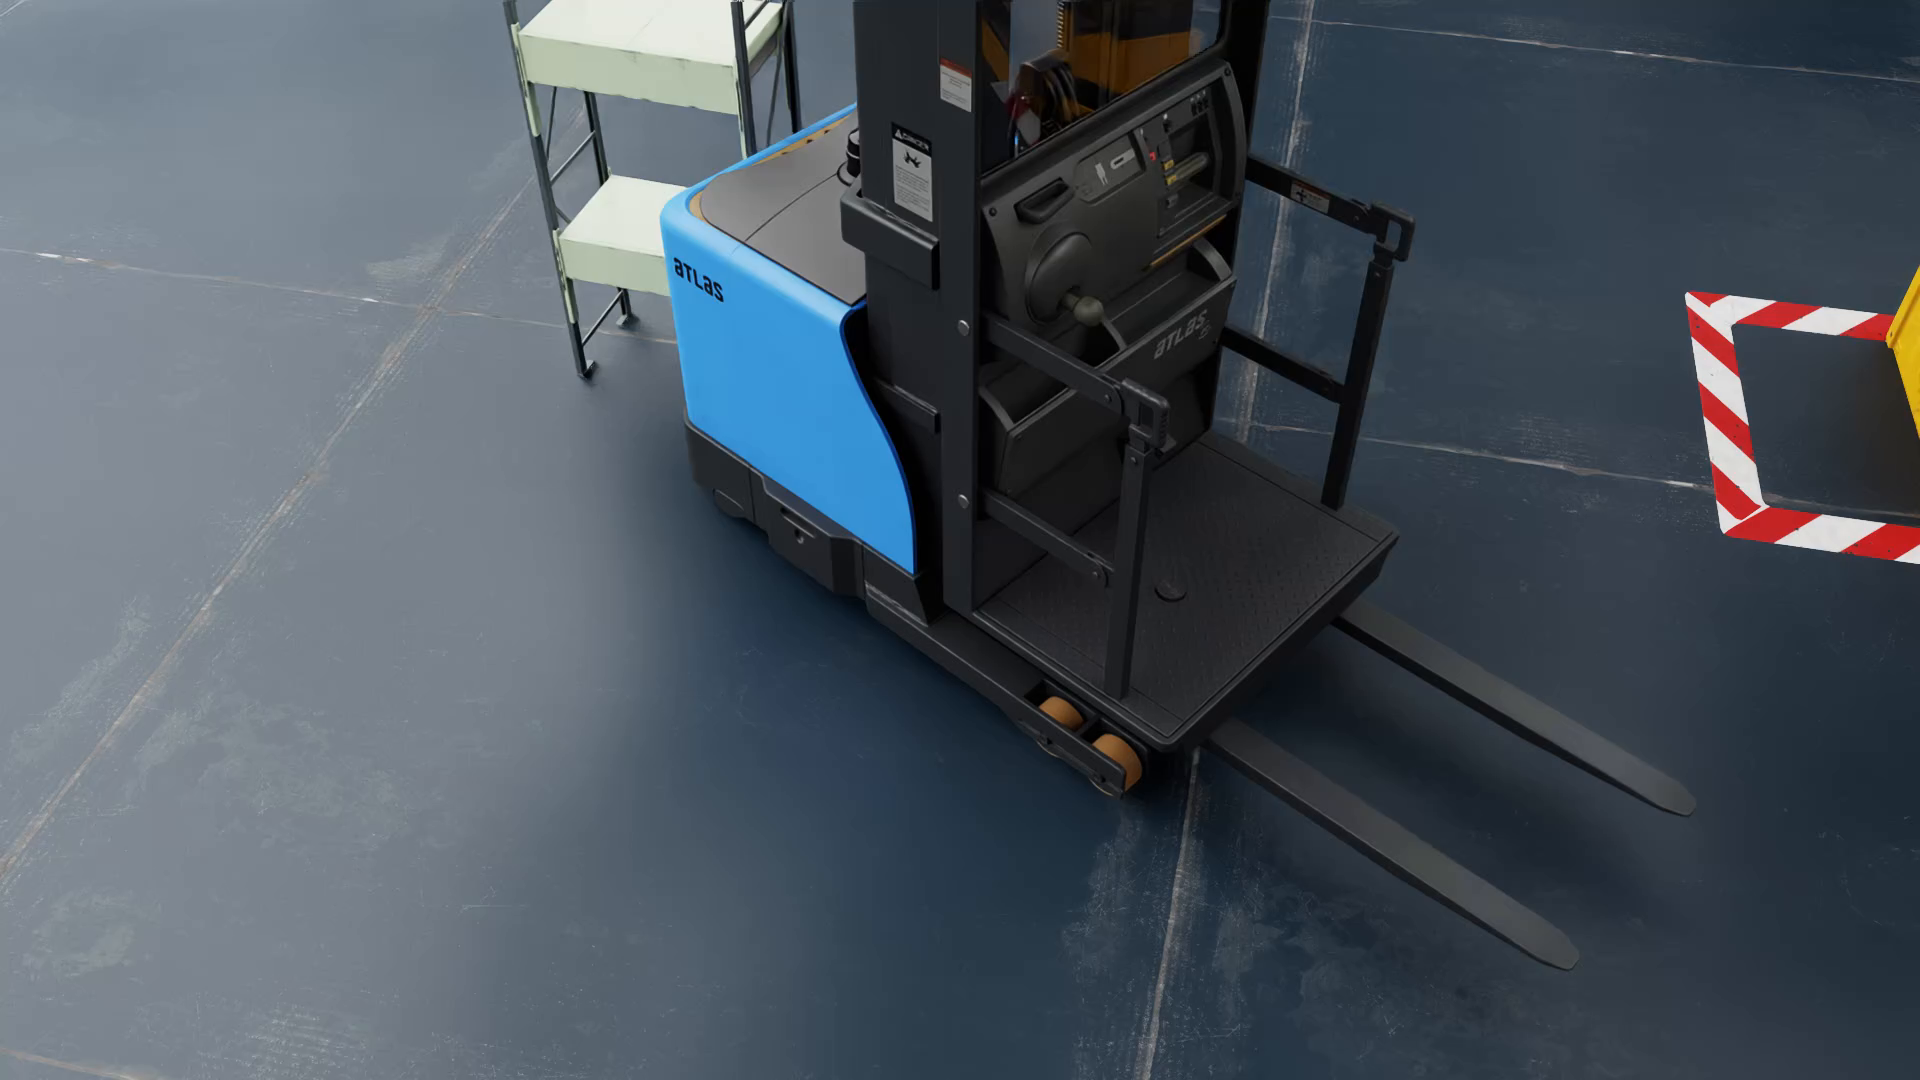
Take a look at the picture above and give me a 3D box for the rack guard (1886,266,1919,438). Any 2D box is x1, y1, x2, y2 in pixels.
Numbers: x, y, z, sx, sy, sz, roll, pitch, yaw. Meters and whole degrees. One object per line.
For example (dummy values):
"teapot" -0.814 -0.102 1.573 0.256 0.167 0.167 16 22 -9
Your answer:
"rack guard" 3.400 -0.531 5.441 0.348 0.500 1.175 9 45 9

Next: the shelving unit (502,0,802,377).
"shelving unit" -0.926 -1.174 5.388 0.755 1.500 0.431 12 45 12

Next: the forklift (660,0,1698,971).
"forklift" 0.549 -0.776 3.943 3.031 2.935 1.130 33 53 30

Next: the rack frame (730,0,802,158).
"rack frame" -0.576 -1.100 5.311 0.023 1.500 0.400 12 45 12

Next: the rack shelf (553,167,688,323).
"rack shelf" -0.926 -0.939 5.614 0.720 0.370 0.431 12 45 12

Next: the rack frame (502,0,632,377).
"rack frame" -1.276 -1.247 5.464 0.023 1.500 0.400 12 45 12

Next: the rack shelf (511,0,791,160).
"rack shelf" -0.926 -1.455 5.117 0.720 0.370 0.431 12 45 12
